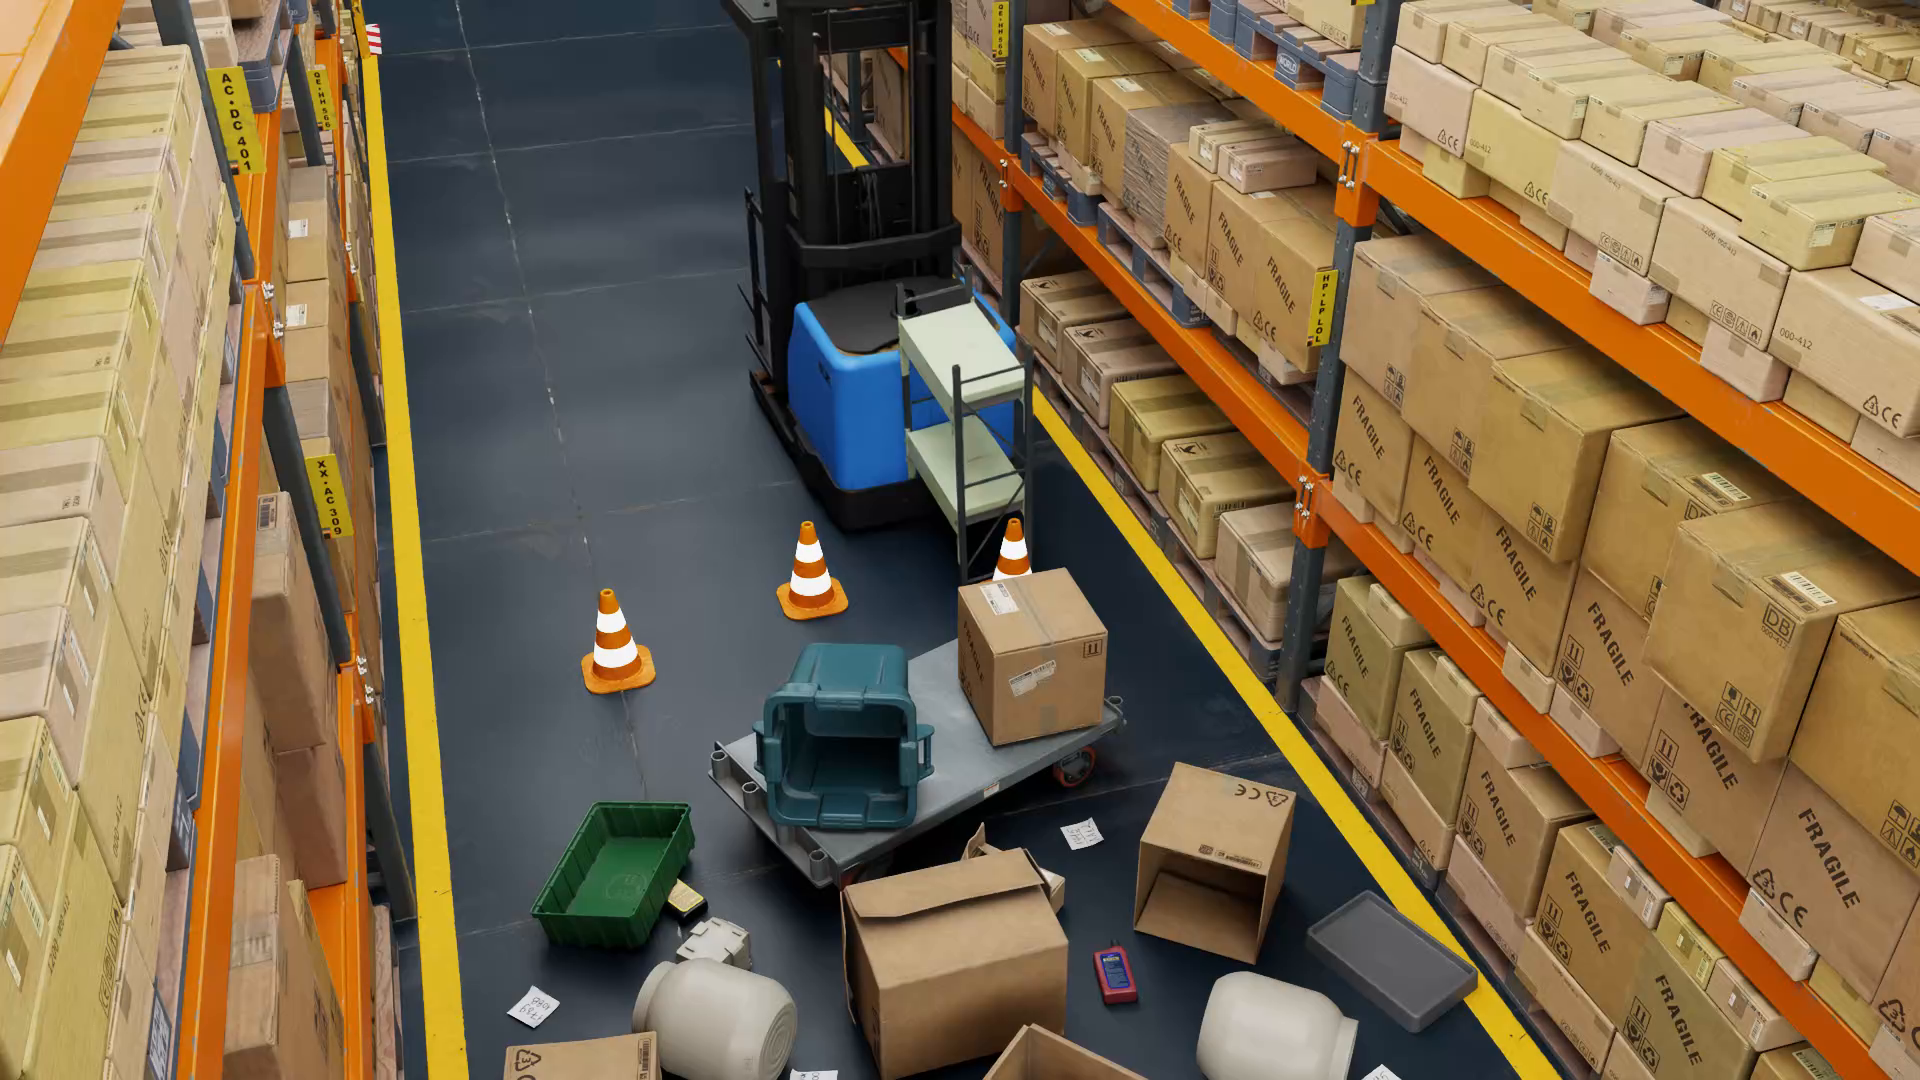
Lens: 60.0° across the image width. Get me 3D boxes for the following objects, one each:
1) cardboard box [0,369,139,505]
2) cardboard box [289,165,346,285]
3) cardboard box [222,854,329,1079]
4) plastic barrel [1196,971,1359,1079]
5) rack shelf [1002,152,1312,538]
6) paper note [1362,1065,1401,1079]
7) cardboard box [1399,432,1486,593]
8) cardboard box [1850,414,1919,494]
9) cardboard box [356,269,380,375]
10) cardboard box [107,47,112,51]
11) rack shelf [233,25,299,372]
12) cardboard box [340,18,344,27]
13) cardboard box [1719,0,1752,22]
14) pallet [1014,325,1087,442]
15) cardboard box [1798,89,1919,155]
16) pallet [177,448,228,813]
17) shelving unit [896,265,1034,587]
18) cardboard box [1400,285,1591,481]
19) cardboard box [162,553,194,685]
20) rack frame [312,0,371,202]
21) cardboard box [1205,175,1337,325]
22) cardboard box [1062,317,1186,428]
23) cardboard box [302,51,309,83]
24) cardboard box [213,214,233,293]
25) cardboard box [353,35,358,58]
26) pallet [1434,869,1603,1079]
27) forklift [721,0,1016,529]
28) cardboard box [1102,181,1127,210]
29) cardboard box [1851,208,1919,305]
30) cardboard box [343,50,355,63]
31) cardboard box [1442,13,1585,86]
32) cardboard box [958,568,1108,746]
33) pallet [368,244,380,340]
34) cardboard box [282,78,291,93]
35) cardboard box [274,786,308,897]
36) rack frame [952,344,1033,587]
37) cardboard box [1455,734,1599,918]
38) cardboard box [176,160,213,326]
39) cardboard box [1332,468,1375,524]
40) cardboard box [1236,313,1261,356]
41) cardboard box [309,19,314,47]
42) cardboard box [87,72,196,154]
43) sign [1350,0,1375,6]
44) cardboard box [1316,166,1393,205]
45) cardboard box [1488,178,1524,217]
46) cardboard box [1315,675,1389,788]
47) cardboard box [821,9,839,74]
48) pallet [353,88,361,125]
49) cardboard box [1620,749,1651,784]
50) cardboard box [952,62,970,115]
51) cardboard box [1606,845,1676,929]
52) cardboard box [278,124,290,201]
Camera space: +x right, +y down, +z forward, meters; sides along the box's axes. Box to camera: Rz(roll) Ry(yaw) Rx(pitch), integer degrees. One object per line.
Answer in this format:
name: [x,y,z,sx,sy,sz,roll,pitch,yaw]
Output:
cardboard box: [-1.660,-0.151,2.890,0.380,0.149,0.250,-10,35,-15]
cardboard box: [-3.521,-1.610,8.694,0.500,0.500,0.500,-10,35,-15]
cardboard box: [-1.848,1.137,3.513,0.875,0.550,0.550,-10,35,-15]
plastic barrel: [1.137,1.801,5.961,0.512,0.421,0.421,13,36,18]
rack shelf: [1.379,-1.294,8.960,1.077,0.370,4.000,-10,35,-15]
paper note: [1.546,1.982,6.042,0.142,0.019,0.148,-23,40,-31]
cardboard box: [2.033,-0.173,6.250,0.500,0.500,0.500,-10,35,-15]
cardboard box: [2.543,-0.269,4.262,0.380,0.149,0.250,-10,35,-15]
cardboard box: [-3.887,-1.306,10.211,0.500,0.500,0.500,-11,35,-17]
cardboard box: [-3.281,-1.676,5.829,0.500,0.250,0.500,-10,35,-15]
rack shelf: [-3.304,-1.660,6.793,1.077,0.370,4.000,-10,35,-15]
cardboard box: [-5.711,-4.555,14.908,0.380,0.149,0.250,-11,35,-17]
cardboard box: [5.311,-3.577,11.082,0.380,0.149,0.250,-9,35,-13]
pallet: [1.006,-1.071,10.498,1.003,0.211,1.213,-10,35,-15]
cardboard box: [2.753,-1.224,4.985,0.380,0.149,0.250,-10,35,-14]
pallet: [-2.086,0.197,3.410,1.003,0.211,1.213,-10,35,-15]
shelving unit: [0.033,-0.529,8.474,0.431,1.500,0.755,-17,45,-15]
cardboard box: [2.052,-0.588,5.971,0.700,0.500,0.500,-10,35,-14]
cardboard box: [-1.658,0.181,3.110,0.380,0.149,0.250,-10,35,-15]
rack frame: [-5.135,-3.859,12.189,1.000,3.000,0.127,-10,35,-15]
cardboard box: [1.477,-1.350,7.650,0.500,0.500,0.500,-10,35,-14]
cardboard box: [1.164,-1.039,9.924,0.950,0.372,0.625,-11,35,-16]
cardboard box: [-4.265,-2.917,10.340,0.380,0.149,0.250,-10,35,-15]
cardboard box: [-2.202,-0.753,4.523,0.380,0.149,0.250,-9,35,-14]
cardboard box: [-5.821,-4.586,15.494,0.380,0.149,0.250,-9,35,-13]
pallet: [2.603,1.607,6.446,1.003,0.211,1.213,-10,35,-15]
forklift: [-0.674,-2.089,9.572,1.130,2.935,3.031,-11,35,-17]
cardboard box: [0.997,-1.946,9.141,0.380,0.149,0.250,-8,34,-12]
cardboard box: [2.536,-0.738,4.249,0.380,0.149,0.250,-11,35,-16]
cardboard box: [-5.592,-4.298,14.788,0.380,0.149,0.250,-10,35,-14]
cardboard box: [1.881,-1.672,5.663,0.380,0.149,0.250,-9,35,-13]
cardboard box: [0.303,0.498,7.176,0.500,0.500,0.500,-10,35,-15]
pallet: [-4.520,-1.646,11.368,1.003,0.211,1.213,-10,35,-15]
cardboard box: [-3.956,-2.494,9.430,0.380,0.149,0.250,-11,35,-16]
cardboard box: [-2.329,1.058,4.611,0.875,0.550,0.550,-10,35,-15]
rack frame: [0.172,-0.303,8.223,0.400,1.500,0.023,-17,45,-15]
cardboard box: [2.243,1.021,6.236,0.500,0.500,0.500,-8,34,-12]
cardboard box: [-2.146,-0.708,4.094,0.500,0.250,0.500,-10,35,-15]
cardboard box: [1.779,-0.220,6.910,0.380,0.149,0.250,-10,35,-15]
cardboard box: [1.505,-0.980,7.679,0.380,0.149,0.250,-11,35,-16]
cardboard box: [-4.671,-3.487,11.473,0.380,0.149,0.250,-10,35,-15]
cardboard box: [-2.202,-1.084,4.301,0.380,0.149,0.250,-10,35,-15]
sign: [1.461,-2.081,5.950,0.100,0.325,0.005,-10,35,-15]
cardboard box: [1.966,-1.443,7.791,0.500,0.500,0.500,-10,35,-15]
cardboard box: [2.058,-1.228,5.714,0.380,0.149,0.250,-10,35,-15]
cardboard box: [1.912,0.783,7.277,0.500,0.250,0.500,-12,35,-17]
cardboard box: [-0.814,-4.669,15.357,0.875,0.438,0.875,-11,35,-16]
pallet: [-5.749,-3.684,14.453,1.003,0.211,1.213,-10,35,-15]
cardboard box: [2.444,0.694,5.526,0.380,0.149,0.250,-10,35,-15]
cardboard box: [0.196,-3.069,11.130,0.500,0.250,0.500,-9,35,-14]
cardboard box: [2.388,1.115,5.506,0.380,0.149,0.250,-9,34,-13]
cardboard box: [-3.787,-1.981,8.348,0.700,0.500,0.500,-10,35,-15]
